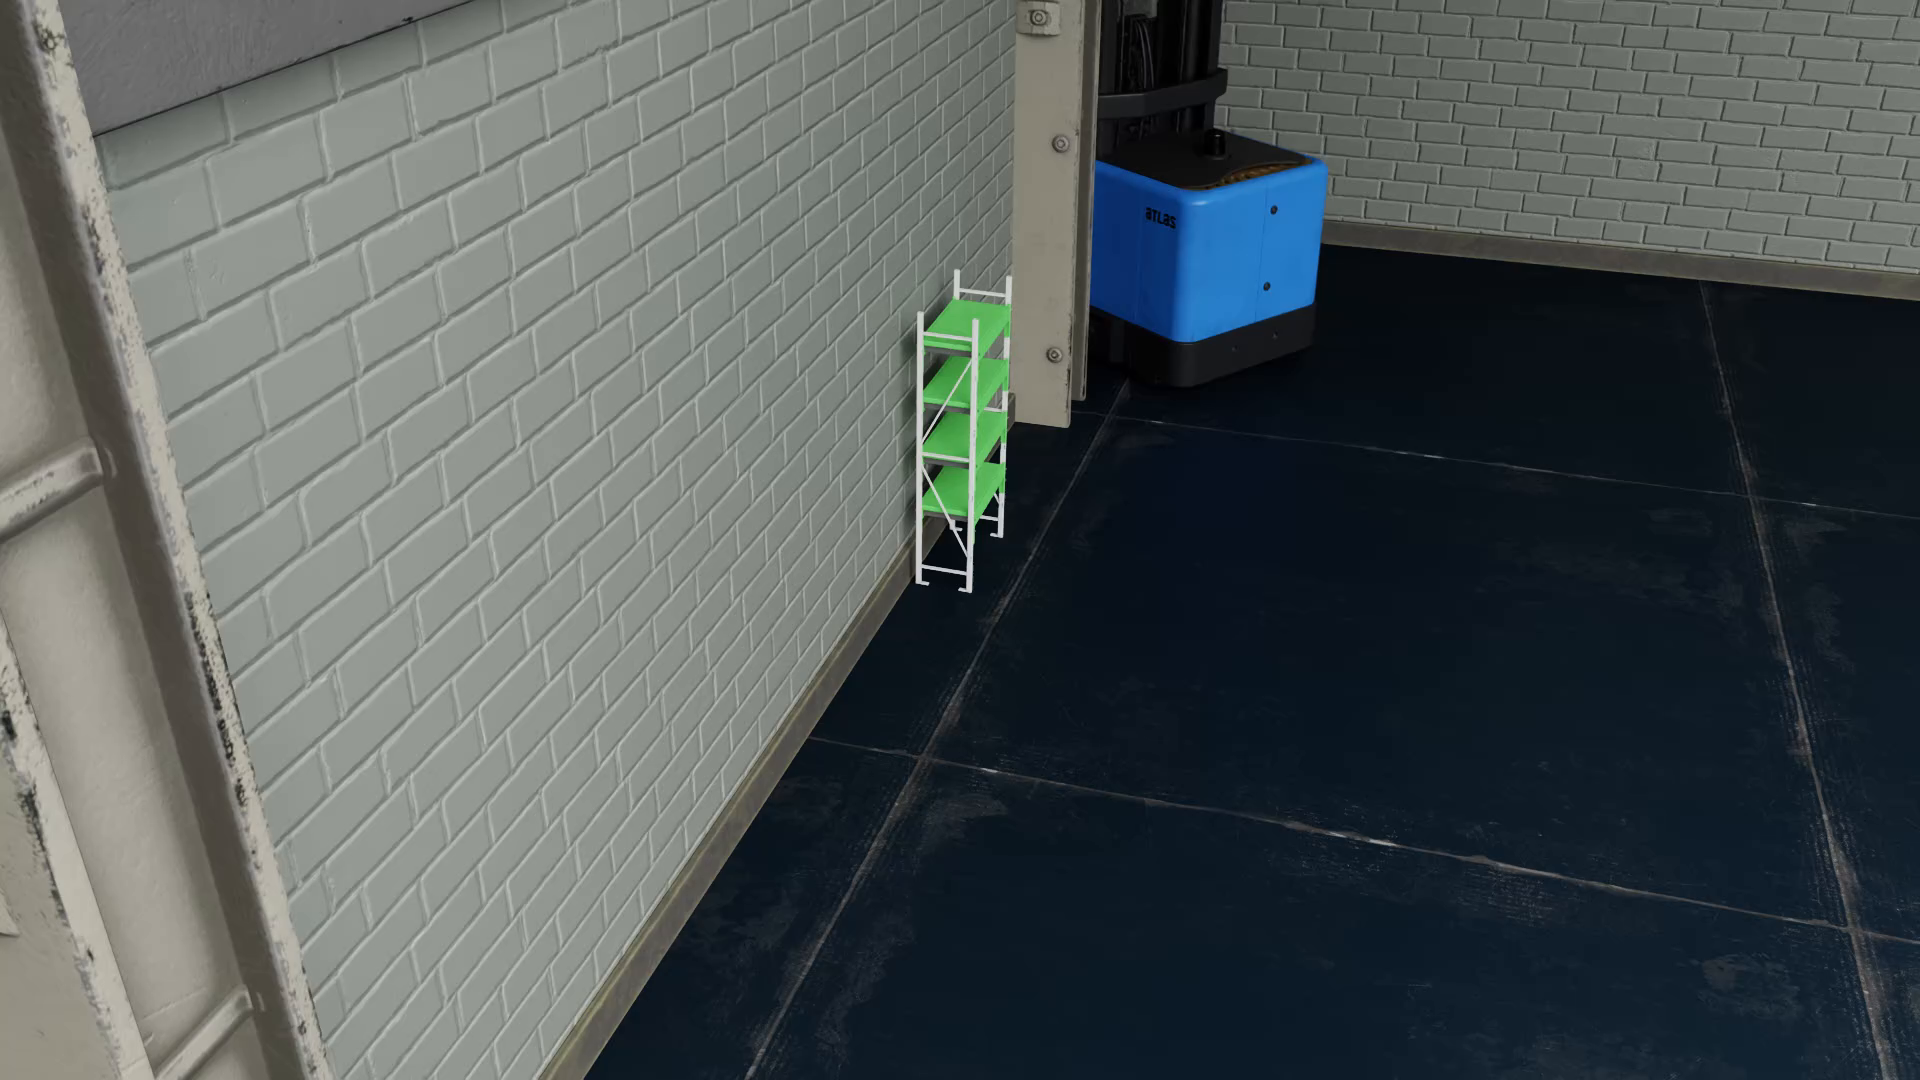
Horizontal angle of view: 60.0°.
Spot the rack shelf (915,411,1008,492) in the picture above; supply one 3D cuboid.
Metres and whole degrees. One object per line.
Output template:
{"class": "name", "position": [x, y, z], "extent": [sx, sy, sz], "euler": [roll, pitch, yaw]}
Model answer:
{"class": "rack shelf", "position": [0.011, -0.385, 6.835], "extent": [0.258, 0.148, 0.480], "euler": [9, 30, 14]}

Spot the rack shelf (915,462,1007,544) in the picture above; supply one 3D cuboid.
{"class": "rack shelf", "position": [0.007, -0.176, 6.952], "extent": [0.258, 0.148, 0.480], "euler": [9, 30, 14]}

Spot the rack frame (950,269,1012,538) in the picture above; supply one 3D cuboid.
{"class": "rack frame", "position": [0.082, -0.555, 7.008], "extent": [0.240, 1.200, 0.015], "euler": [9, 30, 14]}

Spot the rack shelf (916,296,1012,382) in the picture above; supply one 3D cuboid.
{"class": "rack shelf", "position": [0.020, -0.803, 6.599], "extent": [0.258, 0.148, 0.480], "euler": [9, 30, 14]}

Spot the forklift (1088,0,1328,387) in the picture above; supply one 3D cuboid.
{"class": "forklift", "position": [0.624, -2.718, 9.121], "extent": [1.130, 2.935, 3.031], "euler": [-20, 35, -32]}

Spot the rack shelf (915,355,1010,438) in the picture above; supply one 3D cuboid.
{"class": "rack shelf", "position": [0.016, -0.594, 6.717], "extent": [0.258, 0.148, 0.480], "euler": [9, 30, 14]}

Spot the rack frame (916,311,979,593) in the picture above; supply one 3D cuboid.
{"class": "rack frame", "position": [-0.057, -0.327, 6.599], "extent": [0.240, 1.200, 0.015], "euler": [9, 30, 14]}

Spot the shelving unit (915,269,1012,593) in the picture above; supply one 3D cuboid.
{"class": "shelving unit", "position": [0.013, -0.441, 6.803], "extent": [0.258, 1.200, 0.503], "euler": [9, 30, 14]}

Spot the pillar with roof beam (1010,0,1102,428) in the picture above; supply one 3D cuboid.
{"class": "pillar with roof beam", "position": [4.560, -3.988, 5.162], "extent": [9.100, 9.000, 0.400], "euler": [8, 30, 15]}
